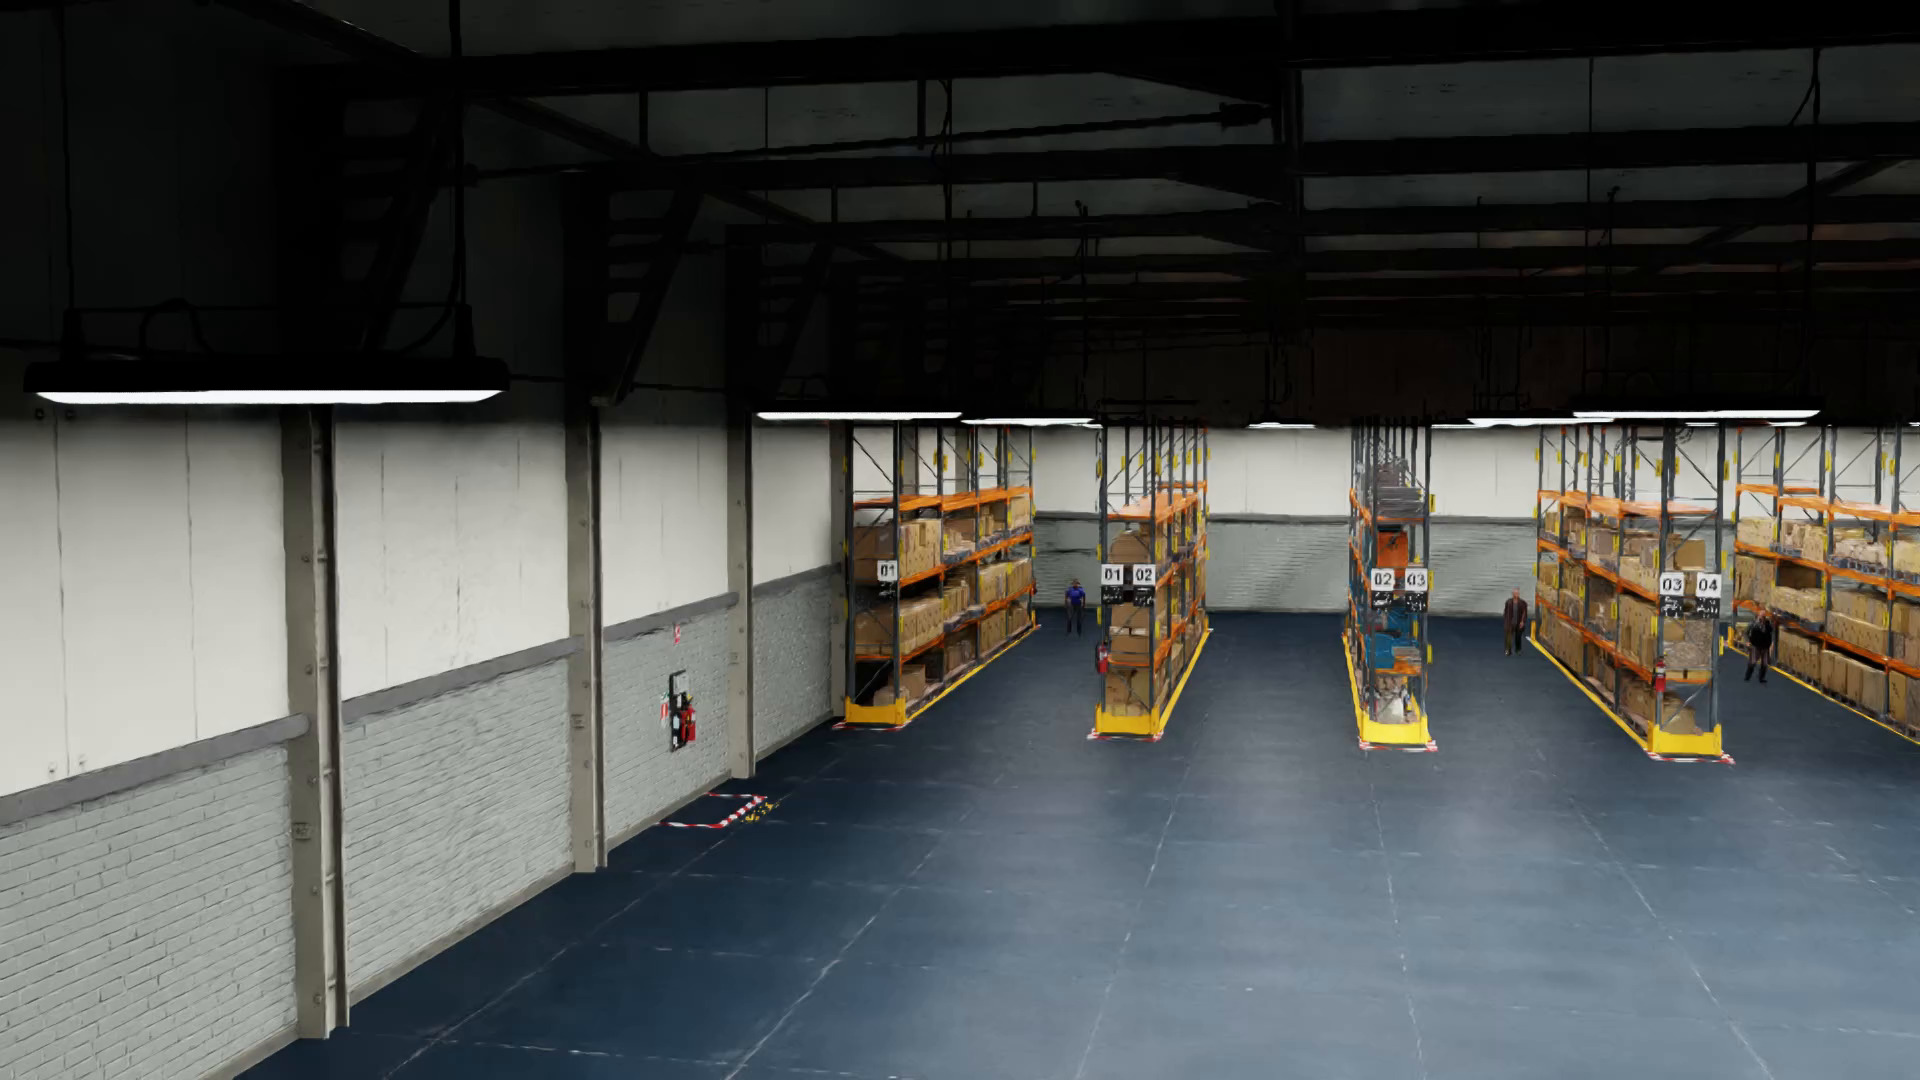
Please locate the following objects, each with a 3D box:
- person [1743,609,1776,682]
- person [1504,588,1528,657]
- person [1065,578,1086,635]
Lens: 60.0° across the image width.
[{"bbox_3d":[18.077,2.390,37.605,0.677,1.674,0.534,1,4,10],"label":"person"},{"bbox_3d":[13.980,2.063,41.848,0.573,1.716,1.103,1,4,21],"label":"person"},{"bbox_3d":[3.209,1.850,46.260,0.592,1.604,0.518,1,4,9],"label":"person"}]
